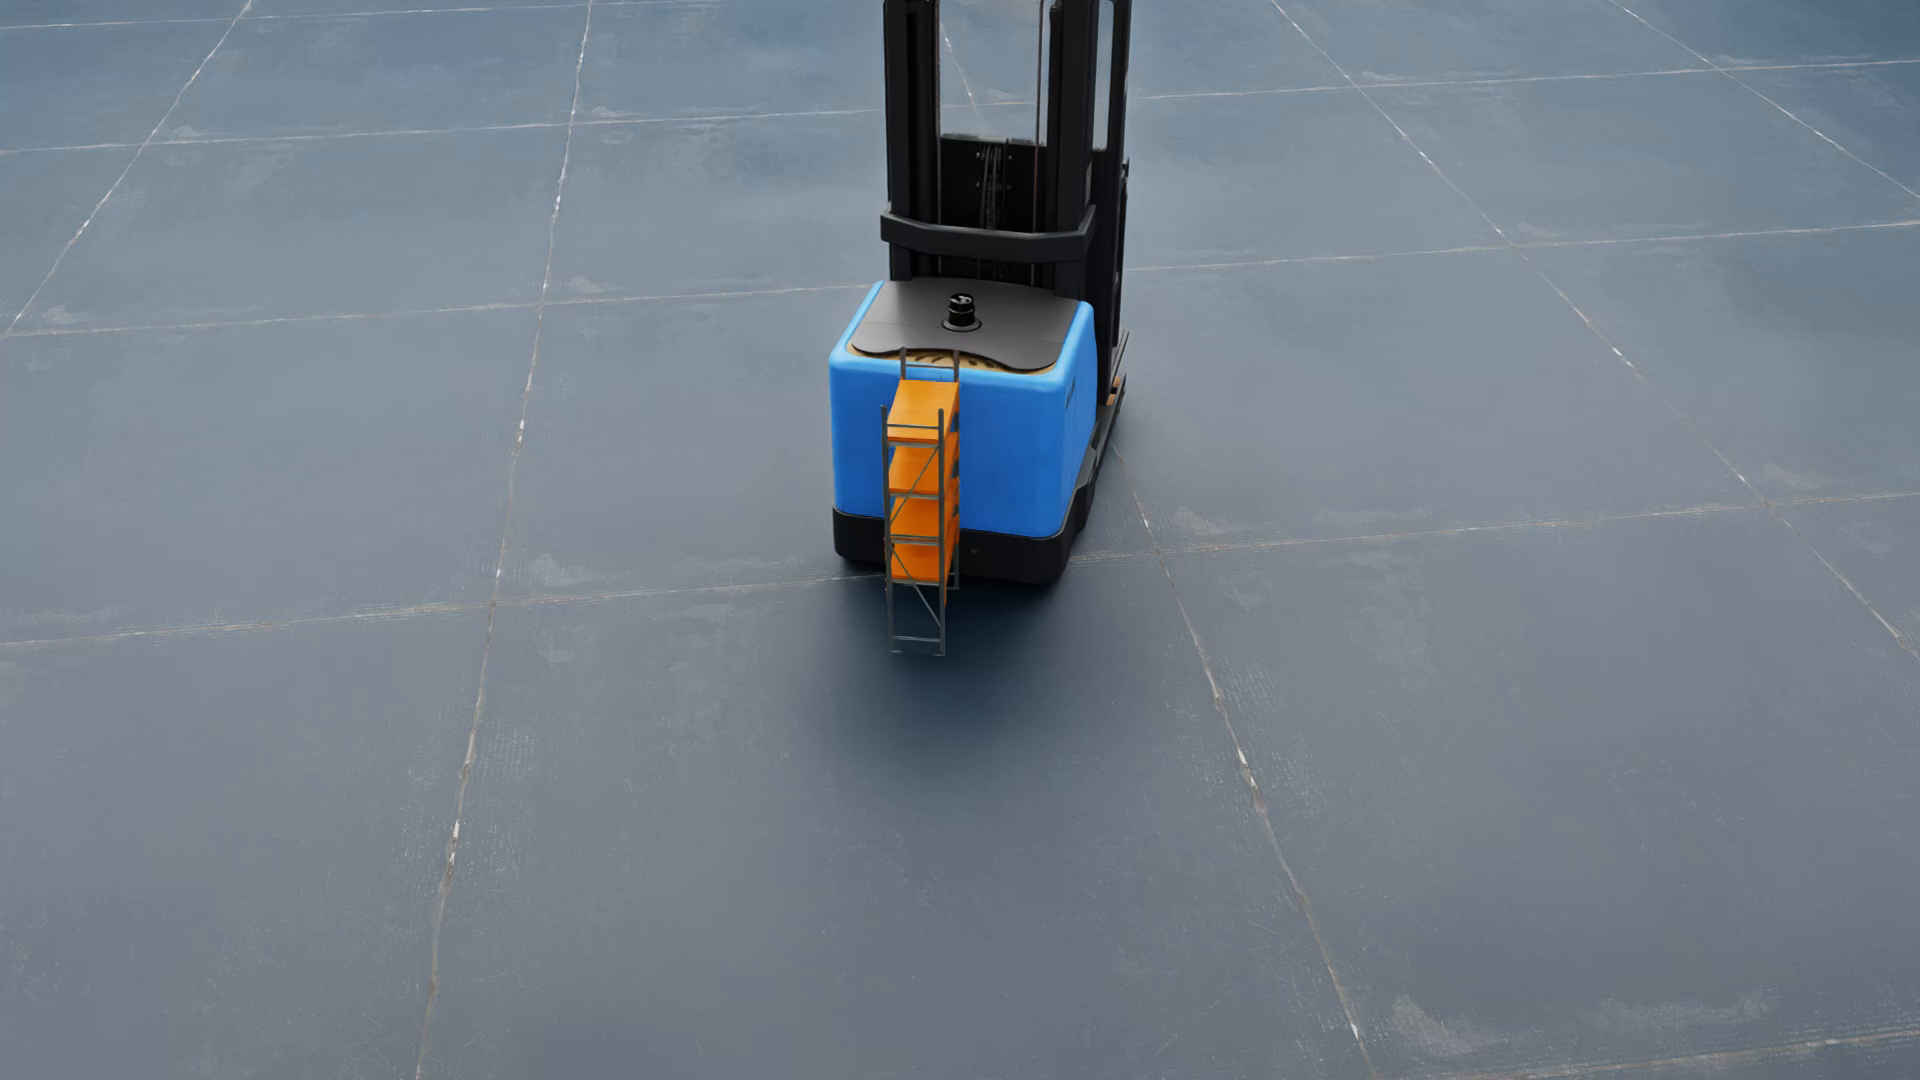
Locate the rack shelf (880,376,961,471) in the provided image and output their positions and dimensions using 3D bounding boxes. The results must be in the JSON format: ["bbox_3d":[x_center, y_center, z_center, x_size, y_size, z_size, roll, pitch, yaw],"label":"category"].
[{"bbox_3d":[-0.153,-0.472,6.679,0.258,0.148,0.480,4,34,6],"label":"rack shelf"}]

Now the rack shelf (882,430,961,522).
[{"bbox_3d":[-0.153,-0.276,6.812,0.258,0.148,0.480,4,34,6],"label":"rack shelf"}]

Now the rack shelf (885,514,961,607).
[{"bbox_3d":[-0.153,0.073,7.050,0.258,0.148,0.480,4,34,6],"label":"rack shelf"}]

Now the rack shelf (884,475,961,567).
[{"bbox_3d":[-0.153,-0.091,6.938,0.258,0.148,0.480,4,34,6],"label":"rack shelf"}]

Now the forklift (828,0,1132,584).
[{"bbox_3d":[0.257,-1.841,7.848,1.130,2.935,3.031,7,35,11],"label":"forklift"}]

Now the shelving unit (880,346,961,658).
[{"bbox_3d":[-0.153,-0.147,6.900,0.258,1.200,0.503,4,34,6],"label":"shelving unit"}]

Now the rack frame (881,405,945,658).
[{"bbox_3d":[-0.182,-0.011,6.700,0.240,1.200,0.015,4,34,6],"label":"rack frame"}]

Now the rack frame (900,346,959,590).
[{"bbox_3d":[-0.124,-0.283,7.101,0.240,1.200,0.015,4,34,6],"label":"rack frame"}]
